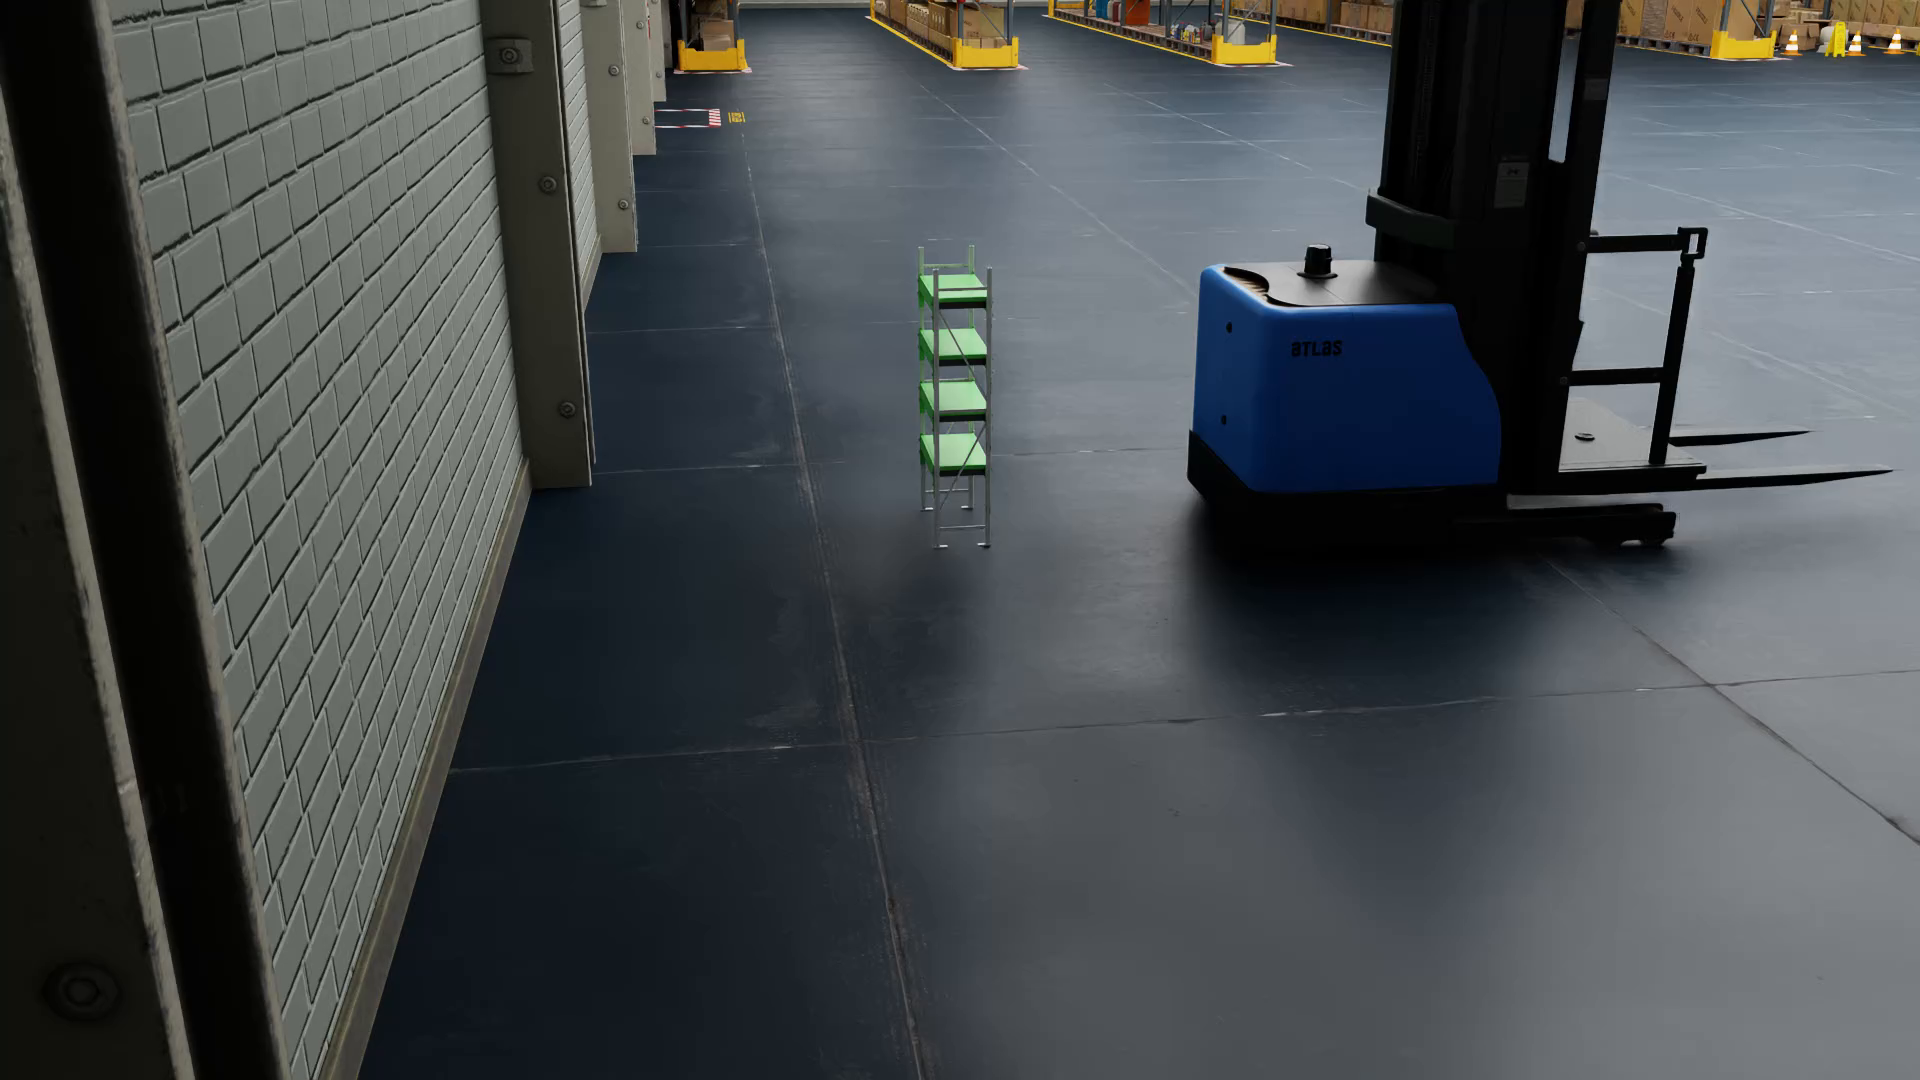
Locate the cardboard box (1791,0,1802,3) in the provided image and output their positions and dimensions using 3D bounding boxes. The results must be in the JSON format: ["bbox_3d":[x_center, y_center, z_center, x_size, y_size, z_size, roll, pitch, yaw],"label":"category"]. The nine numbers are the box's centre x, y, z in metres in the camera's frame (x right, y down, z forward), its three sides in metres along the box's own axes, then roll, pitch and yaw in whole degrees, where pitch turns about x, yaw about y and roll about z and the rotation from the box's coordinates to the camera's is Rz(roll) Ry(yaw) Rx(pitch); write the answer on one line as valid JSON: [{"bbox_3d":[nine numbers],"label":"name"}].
[{"bbox_3d":[22.906,-15.026,46.132,0.700,0.500,0.500,-4,21,-10],"label":"cardboard box"}]

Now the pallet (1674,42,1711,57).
[{"bbox_3d":[14.996,-9.764,33.058,1.003,0.211,1.213,-3,21,-8],"label":"pallet"}]

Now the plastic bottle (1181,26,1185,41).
[{"bbox_3d":[4.503,-10.226,33.563,0.061,0.283,0.133,-2,21,-5],"label":"plastic bottle"}]

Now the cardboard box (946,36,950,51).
[{"bbox_3d":[0.009,-9.336,31.256,0.500,0.250,0.500,-3,21,-8],"label":"cardboard box"}]

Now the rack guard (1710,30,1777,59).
[{"bbox_3d":[15.192,-9.619,32.255,1.175,0.500,0.348,-3,21,-8],"label":"rack guard"}]

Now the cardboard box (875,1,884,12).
[{"bbox_3d":[-1.974,-14.166,44.160,0.500,0.250,0.500,-3,21,-8],"label":"cardboard box"}]

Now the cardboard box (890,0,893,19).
[{"bbox_3d":[-1.439,-13.095,40.932,0.500,0.500,0.500,-4,21,-10],"label":"cardboard box"}]

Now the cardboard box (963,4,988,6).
[{"bbox_3d":[0.305,-10.233,32.585,0.500,0.500,0.500,-3,21,-8],"label":"cardboard box"}]

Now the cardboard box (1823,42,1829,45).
[{"bbox_3d":[17.884,-10.099,34.042,0.380,0.149,0.250,8,22,20],"label":"cardboard box"}]

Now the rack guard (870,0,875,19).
[{"bbox_3d":[-1.833,-14.427,45.128,1.175,0.500,0.348,-3,21,-8],"label":"rack guard"}]

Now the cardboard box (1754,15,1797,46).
[{"bbox_3d":[17.171,-10.781,35.167,0.797,0.637,0.503,-3,21,-8],"label":"cardboard box"}]

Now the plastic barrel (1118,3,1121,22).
[{"bbox_3d":[3.954,-12.494,39.335,0.421,0.512,0.421,0,20,0],"label":"plastic barrel"}]

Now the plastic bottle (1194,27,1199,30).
[{"bbox_3d":[4.725,-10.151,33.372,0.152,0.276,0.135,-3,21,-8],"label":"plastic bottle"}]

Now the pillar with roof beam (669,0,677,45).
[{"bbox_3d":[-2.001,-15.137,34.883,9.100,9.000,0.400,-3,21,-8],"label":"pillar with roof beam"}]

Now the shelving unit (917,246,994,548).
[{"bbox_3d":[-0.024,-0.619,7.160,0.258,1.200,0.503,-3,21,-8],"label":"shelving unit"}]

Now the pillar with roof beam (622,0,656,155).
[{"bbox_3d":[0.594,-8.905,18.197,9.100,9.000,0.400,-3,21,-8],"label":"pillar with roof beam"}]

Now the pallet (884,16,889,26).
[{"bbox_3d":[-1.366,-13.171,42.178,1.003,0.211,1.213,-3,21,-8],"label":"pallet"}]

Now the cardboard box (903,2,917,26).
[{"bbox_3d":[-1.058,-12.201,38.541,0.500,0.500,0.500,-2,21,-6],"label":"cardboard box"}]

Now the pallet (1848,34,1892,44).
[{"bbox_3d":[19.627,-10.930,36.180,1.003,0.211,1.213,-3,21,-8],"label":"pallet"}]

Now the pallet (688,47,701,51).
[{"bbox_3d":[-4.705,-9.258,31.702,1.003,0.211,1.213,-3,21,-8],"label":"pallet"}]

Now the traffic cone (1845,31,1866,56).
[{"bbox_3d":[17.684,-9.804,32.805,0.336,0.463,0.334,-3,21,-8],"label":"traffic cone"}]

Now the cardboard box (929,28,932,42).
[{"bbox_3d":[-0.348,-10.202,33.574,0.500,0.250,0.500,-3,21,-8],"label":"cardboard box"}]

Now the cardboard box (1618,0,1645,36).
[{"bbox_3d":[14.633,-11.163,35.253,0.875,0.875,0.875,-3,21,-7],"label":"cardboard box"}]

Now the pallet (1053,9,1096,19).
[{"bbox_3d":[3.138,-14.279,45.145,1.003,0.211,1.213,-3,21,-8],"label":"pallet"}]

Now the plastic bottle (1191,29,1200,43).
[{"bbox_3d":[4.657,-9.966,32.875,0.152,0.276,0.135,-3,21,-7],"label":"plastic bottle"}]

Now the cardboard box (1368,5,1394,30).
[{"bbox_3d":[9.491,-11.576,36.867,0.700,0.500,0.500,-5,21,-12],"label":"cardboard box"}]

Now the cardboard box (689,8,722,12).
[{"bbox_3d":[-5.478,-11.207,35.880,0.700,0.500,0.500,-3,21,-8],"label":"cardboard box"}]

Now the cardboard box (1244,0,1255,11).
[{"bbox_3d":[8.262,-14.791,44.968,0.875,0.875,0.875,-3,21,-8],"label":"cardboard box"}]

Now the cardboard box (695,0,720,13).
[{"bbox_3d":[-5.205,-11.011,34.282,0.500,0.250,0.500,-3,21,-9],"label":"cardboard box"}]

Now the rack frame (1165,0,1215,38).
[{"bbox_3d":[4.788,-11.718,34.303,1.000,3.000,0.127,-3,21,-8],"label":"rack frame"}]

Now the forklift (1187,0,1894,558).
[{"bbox_3d":[2.623,-1.517,7.090,3.031,2.935,1.130,-3,21,-8],"label":"forklift"}]

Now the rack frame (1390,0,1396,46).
[{"bbox_3d":[9.689,-11.968,34.972,1.000,3.000,0.127,-3,21,-8],"label":"rack frame"}]

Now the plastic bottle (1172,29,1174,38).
[{"bbox_3d":[4.415,-10.445,34.267,0.097,0.201,0.097,0,20,0],"label":"plastic bottle"}]

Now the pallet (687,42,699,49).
[{"bbox_3d":[-4.884,-9.681,32.835,1.003,0.211,1.213,-3,21,-8],"label":"pallet"}]

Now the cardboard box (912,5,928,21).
[{"bbox_3d":[-0.751,-11.471,36.171,0.500,0.311,0.500,-3,21,-9],"label":"cardboard box"}]

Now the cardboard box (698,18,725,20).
[{"bbox_3d":[-4.827,-9.896,32.369,0.500,0.500,0.500,-4,21,-12],"label":"cardboard box"}]

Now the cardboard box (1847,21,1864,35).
[{"bbox_3d":[19.401,-10.974,35.641,0.500,0.250,0.500,-2,21,-5],"label":"cardboard box"}]

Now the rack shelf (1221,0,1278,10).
[{"bbox_3d":[5.076,-10.688,32.575,1.077,0.370,4.000,-3,21,-8],"label":"rack shelf"}]

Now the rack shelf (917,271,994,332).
[{"bbox_3d":[-0.024,-1.009,7.014,0.258,0.148,0.480,-3,21,-8],"label":"rack shelf"}]

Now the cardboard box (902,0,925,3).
[{"bbox_3d":[-1.070,-12.572,38.461,0.500,0.250,0.500,-2,21,-6],"label":"cardboard box"}]

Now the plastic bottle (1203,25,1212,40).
[{"bbox_3d":[5.051,-10.357,33.923,0.152,0.276,0.135,-3,21,-8],"label":"plastic bottle"}]

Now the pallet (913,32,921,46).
[{"bbox_3d":[-0.438,-10.840,35.936,1.003,0.211,1.213,-3,21,-8],"label":"pallet"}]

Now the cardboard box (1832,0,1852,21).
[{"bbox_3d":[19.313,-11.510,36.003,0.500,0.500,0.500,-2,21,-5],"label":"cardboard box"}]

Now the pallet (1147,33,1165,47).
[{"bbox_3d":[4.636,-10.682,35.513,1.003,0.211,1.213,-3,21,-8],"label":"pallet"}]

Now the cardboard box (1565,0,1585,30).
[{"bbox_3d":[14.298,-11.870,37.326,1.050,0.750,0.750,-3,21,-8],"label":"cardboard box"}]

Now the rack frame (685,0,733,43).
[{"bbox_3d":[-5.016,-11.218,32.965,1.000,3.000,0.127,-3,21,-8],"label":"rack frame"}]

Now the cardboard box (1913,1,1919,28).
[{"bbox_3d":[19.699,-10.607,33.586,0.500,0.500,0.500,-3,21,-7],"label":"cardboard box"}]

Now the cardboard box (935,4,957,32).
[{"bbox_3d":[-0.213,-10.207,32.515,0.500,0.500,0.500,-3,21,-8],"label":"cardboard box"}]

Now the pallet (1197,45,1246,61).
[{"bbox_3d":[5.195,-9.332,31.901,1.003,0.211,1.213,-3,21,-8],"label":"pallet"}]

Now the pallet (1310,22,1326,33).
[{"bbox_3d":[9.073,-12.323,39.909,1.003,0.211,1.213,-3,21,-8],"label":"pallet"}]

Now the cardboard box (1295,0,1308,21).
[{"bbox_3d":[8.913,-13.103,40.448,1.225,0.875,0.875,-3,21,-8],"label":"cardboard box"}]

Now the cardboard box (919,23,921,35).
[{"bbox_3d":[-0.606,-10.859,35.334,0.500,0.250,0.500,-2,21,-7],"label":"cardboard box"}]
